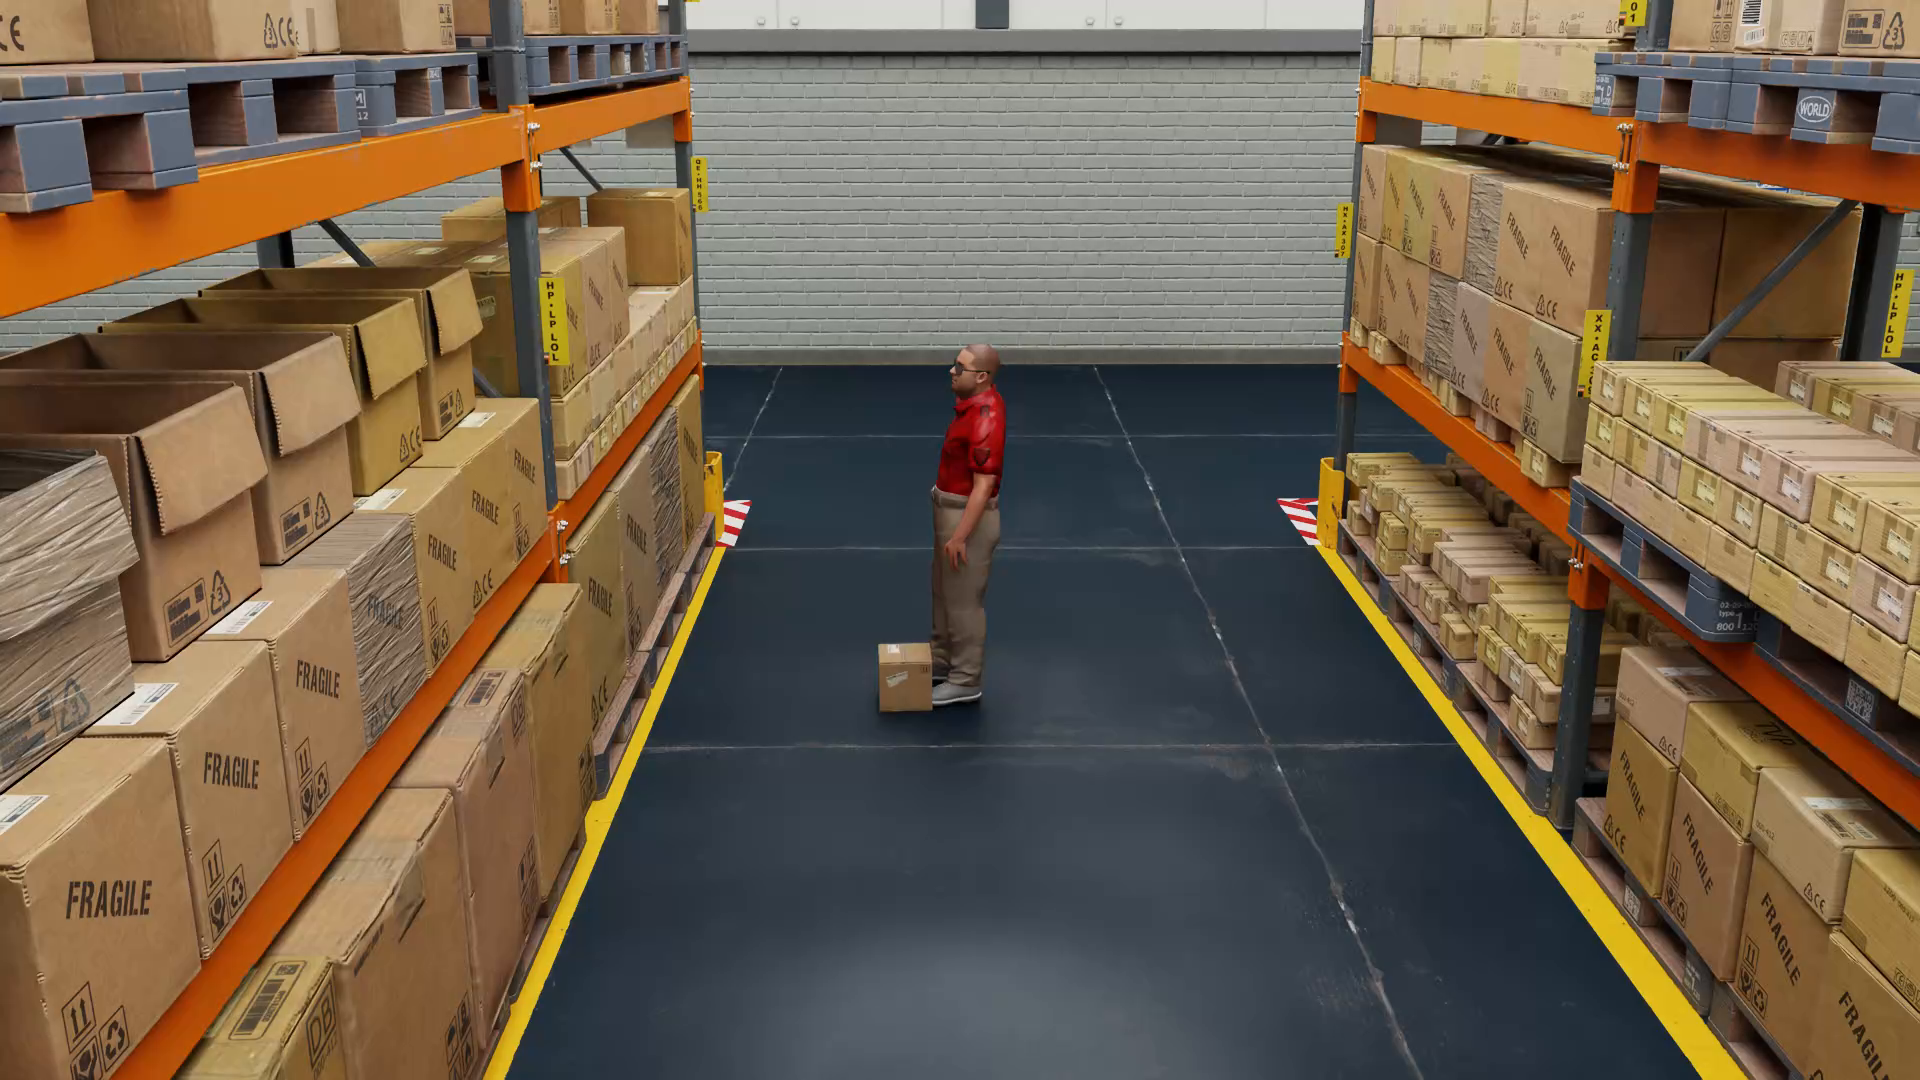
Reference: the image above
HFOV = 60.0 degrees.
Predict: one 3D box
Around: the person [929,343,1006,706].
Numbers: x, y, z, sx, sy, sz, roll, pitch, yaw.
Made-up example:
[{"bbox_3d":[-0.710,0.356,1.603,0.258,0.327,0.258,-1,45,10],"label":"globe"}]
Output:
[{"bbox_3d":[-0.061,-0.071,7.770,0.550,1.727,0.641,0,17,-1],"label":"person"}]
